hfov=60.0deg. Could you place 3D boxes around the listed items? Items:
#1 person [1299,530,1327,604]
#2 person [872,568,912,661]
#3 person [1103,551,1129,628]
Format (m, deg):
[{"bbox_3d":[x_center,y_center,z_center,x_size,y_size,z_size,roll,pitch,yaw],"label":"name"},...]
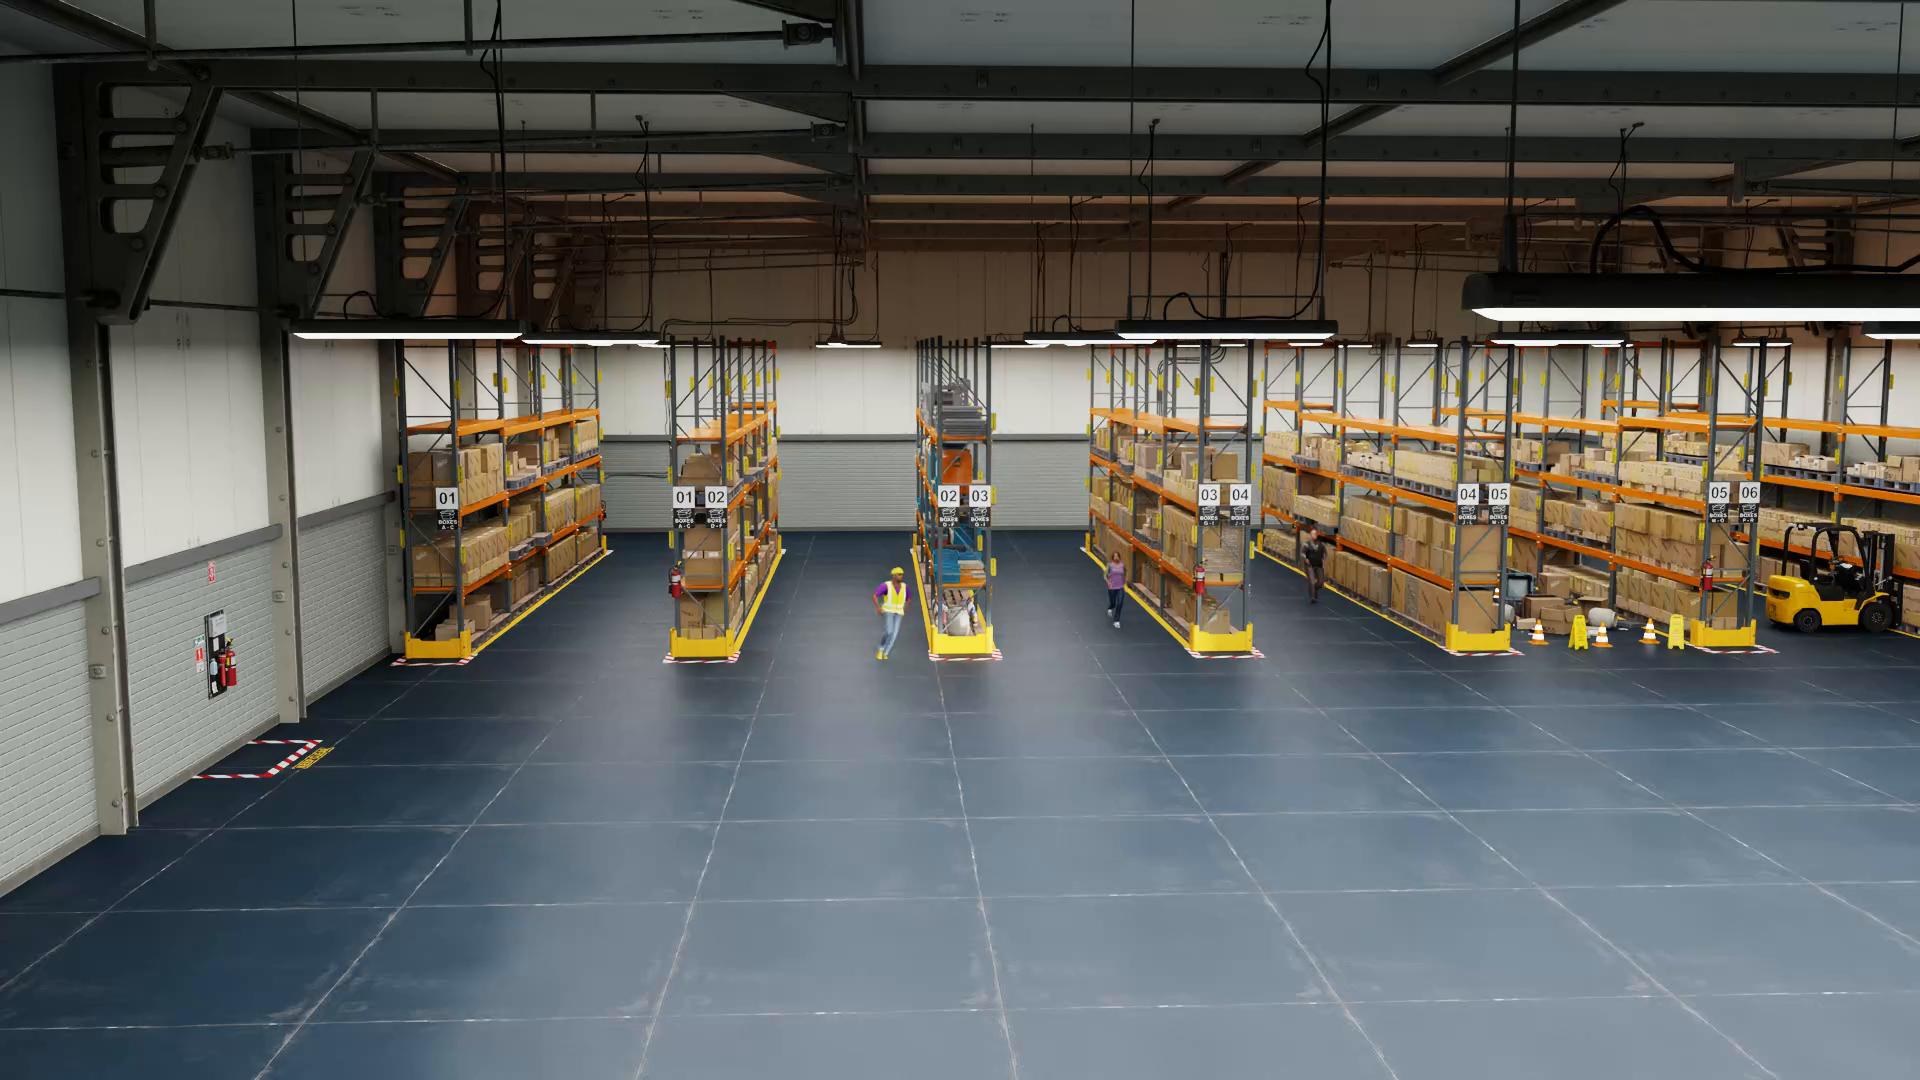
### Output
[{"bbox_3d":[8.008,0.611,37.719,0.617,1.671,0.606,0,6,-3],"label":"person"},{"bbox_3d":[-1.213,1.385,30.927,0.760,1.709,0.547,-2,7,-20],"label":"person"},{"bbox_3d":[3.268,1.016,34.772,0.548,1.572,0.730,-1,7,-5],"label":"person"}]
